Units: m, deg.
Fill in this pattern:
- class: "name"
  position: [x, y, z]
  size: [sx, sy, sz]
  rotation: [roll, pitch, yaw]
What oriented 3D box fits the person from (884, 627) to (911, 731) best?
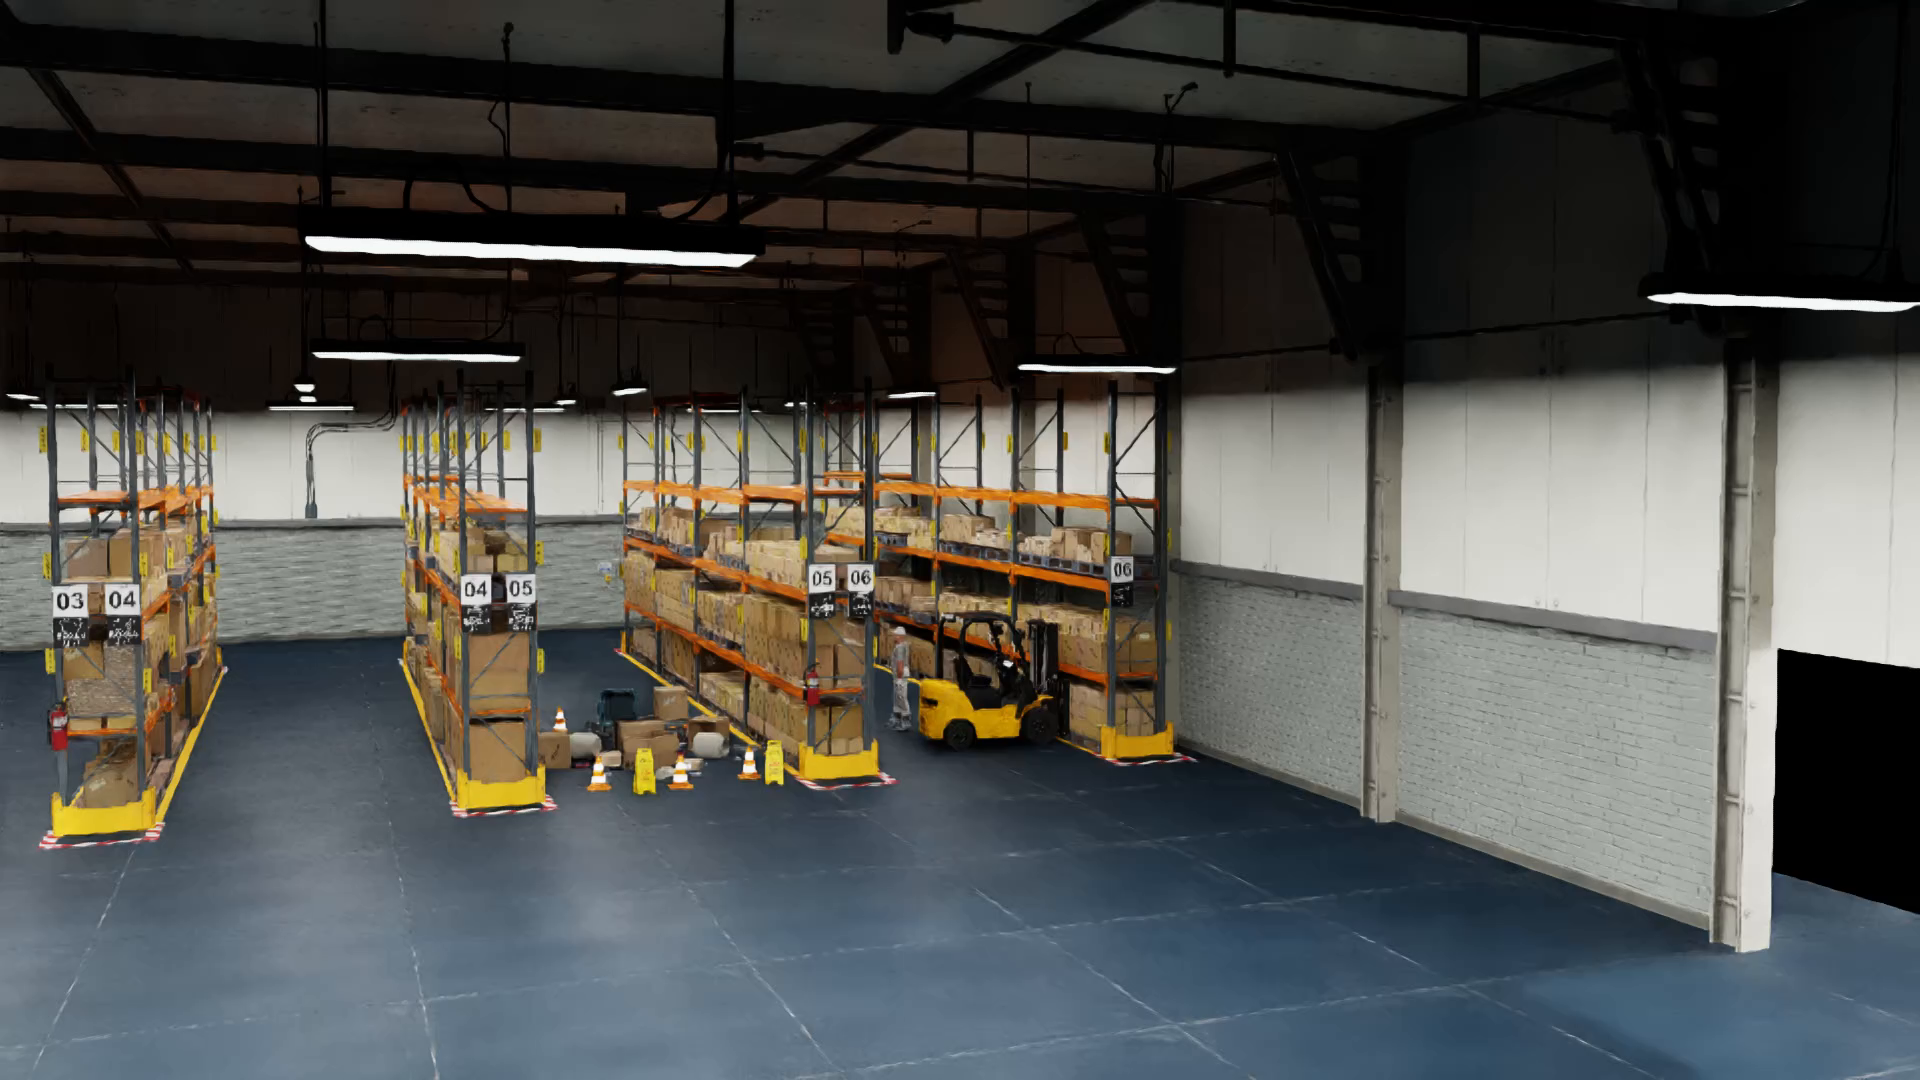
- class: "person"
  position: [-1.092, 2.401, 28.955]
  size: [0.486, 1.787, 0.608]
  rotation: [0, 3, 3]
